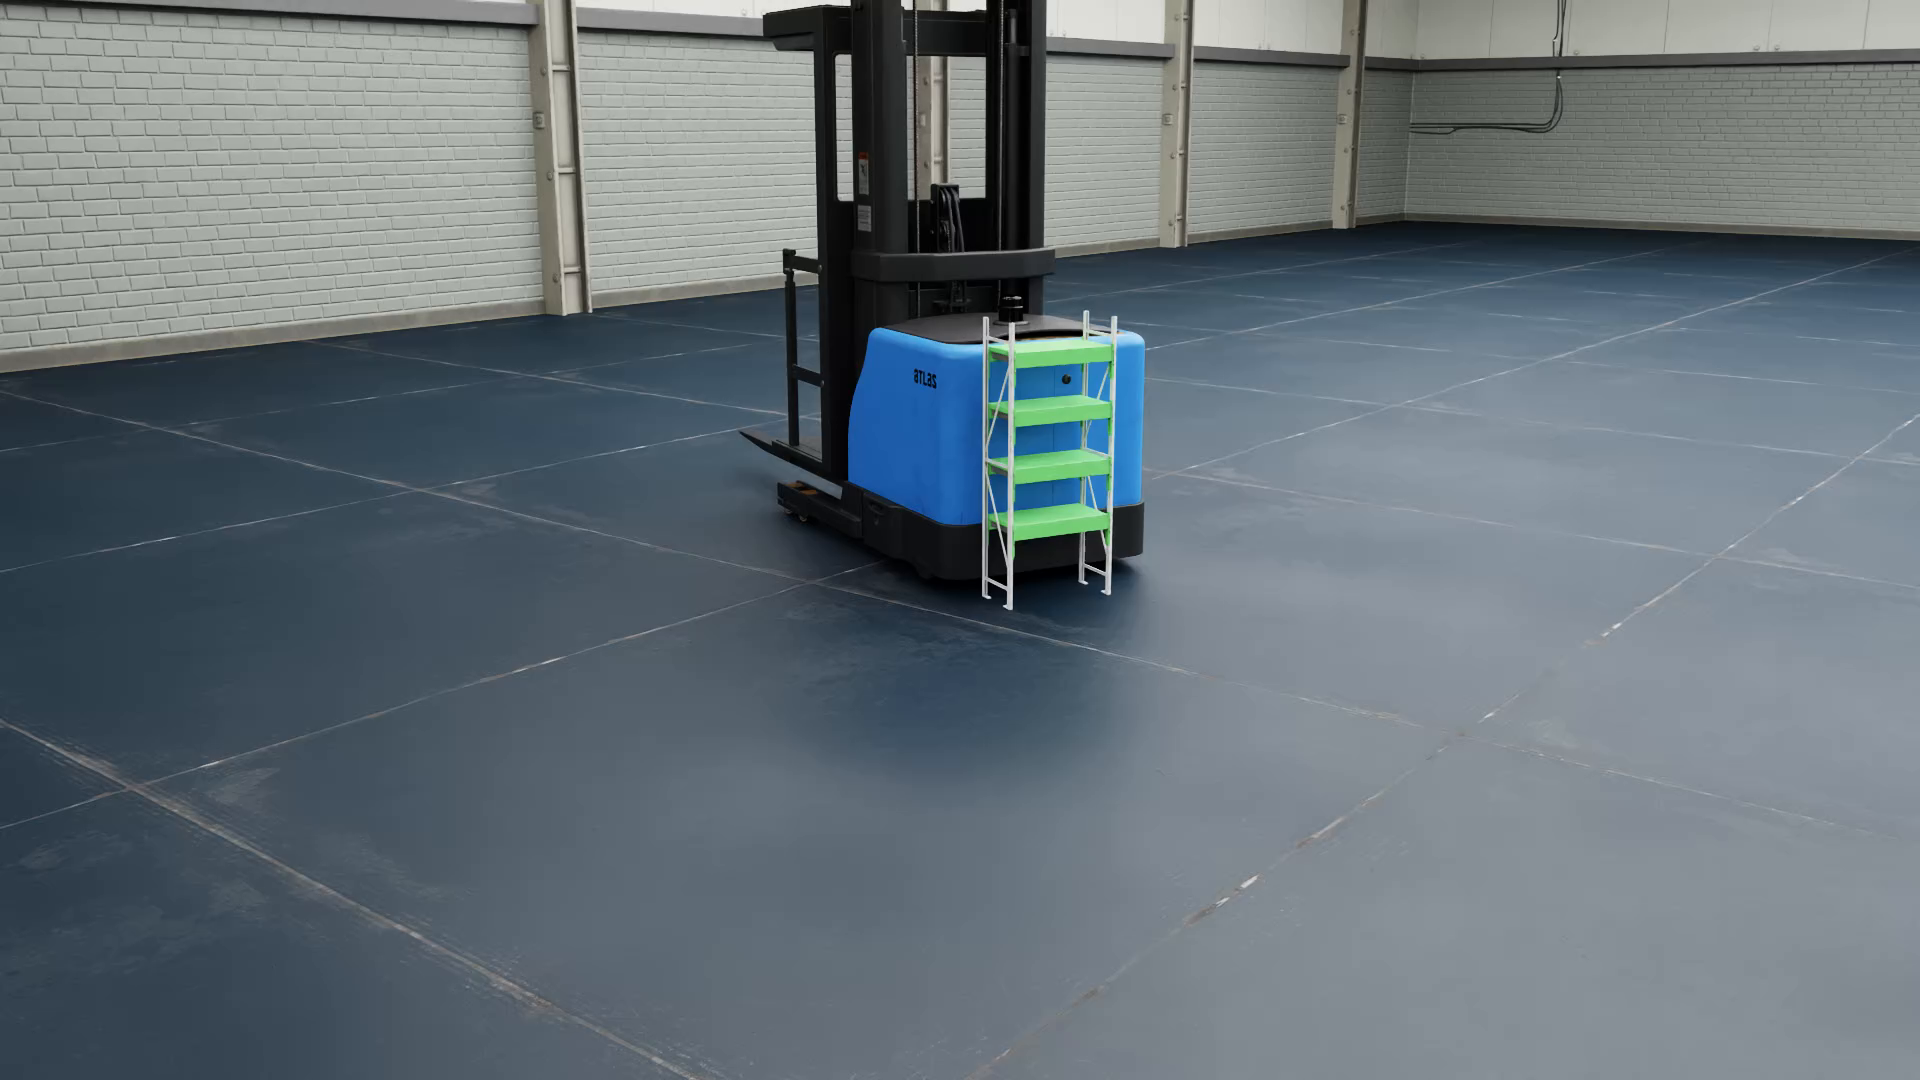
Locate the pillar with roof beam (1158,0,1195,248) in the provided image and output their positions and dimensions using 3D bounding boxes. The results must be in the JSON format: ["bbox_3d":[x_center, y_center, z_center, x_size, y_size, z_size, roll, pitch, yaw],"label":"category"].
[{"bbox_3d":[6.753,-8.395,22.892,9.100,9.000,0.400,11,18,38],"label":"pillar with roof beam"}]

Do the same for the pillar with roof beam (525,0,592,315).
[{"bbox_3d":[-0.789,-6.097,13.846,9.100,9.000,0.400,11,18,38],"label":"pillar with roof beam"}]

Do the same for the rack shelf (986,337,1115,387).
[{"bbox_3d":[0.373,-0.746,6.932,0.480,0.148,0.258,-7,16,-27],"label":"rack shelf"}]

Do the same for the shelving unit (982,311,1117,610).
[{"bbox_3d":[0.373,-0.342,7.034,0.503,1.200,0.258,-7,16,-27],"label":"shelving unit"}]

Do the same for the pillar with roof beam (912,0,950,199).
[{"bbox_3d":[2.982,-7.246,18.369,9.100,9.000,0.400,11,18,38],"label":"pillar with roof beam"}]

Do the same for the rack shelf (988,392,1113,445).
[{"bbox_3d":[0.373,-0.513,6.991,0.480,0.148,0.258,-7,16,-27],"label":"rack shelf"}]

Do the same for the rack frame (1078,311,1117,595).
[{"bbox_3d":[0.589,-0.370,7.144,0.015,1.200,0.240,-7,16,-27],"label":"rack frame"}]

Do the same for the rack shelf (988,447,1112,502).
[{"bbox_3d":[0.373,-0.281,7.050,0.480,0.148,0.258,-7,16,-27],"label":"rack shelf"}]

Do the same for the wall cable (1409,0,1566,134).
[{"bbox_3d":[10.055,-9.065,31.835,3.097,2.526,0.112,11,18,38],"label":"wall cable"}]

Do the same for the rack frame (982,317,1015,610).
[{"bbox_3d":[0.158,-0.314,6.924,0.015,1.200,0.240,-7,16,-27],"label":"rack frame"}]

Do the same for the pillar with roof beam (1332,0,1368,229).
[{"bbox_3d":[10.524,-9.544,27.415,9.100,9.000,0.400,11,18,38],"label":"pillar with roof beam"}]

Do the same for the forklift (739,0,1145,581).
[{"bbox_3d":[-0.294,-1.558,8.303,1.130,2.935,3.031,-7,16,-27],"label":"forklift"}]

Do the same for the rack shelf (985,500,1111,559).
[{"bbox_3d":[0.373,-0.048,7.109,0.480,0.148,0.258,-7,16,-27],"label":"rack shelf"}]
